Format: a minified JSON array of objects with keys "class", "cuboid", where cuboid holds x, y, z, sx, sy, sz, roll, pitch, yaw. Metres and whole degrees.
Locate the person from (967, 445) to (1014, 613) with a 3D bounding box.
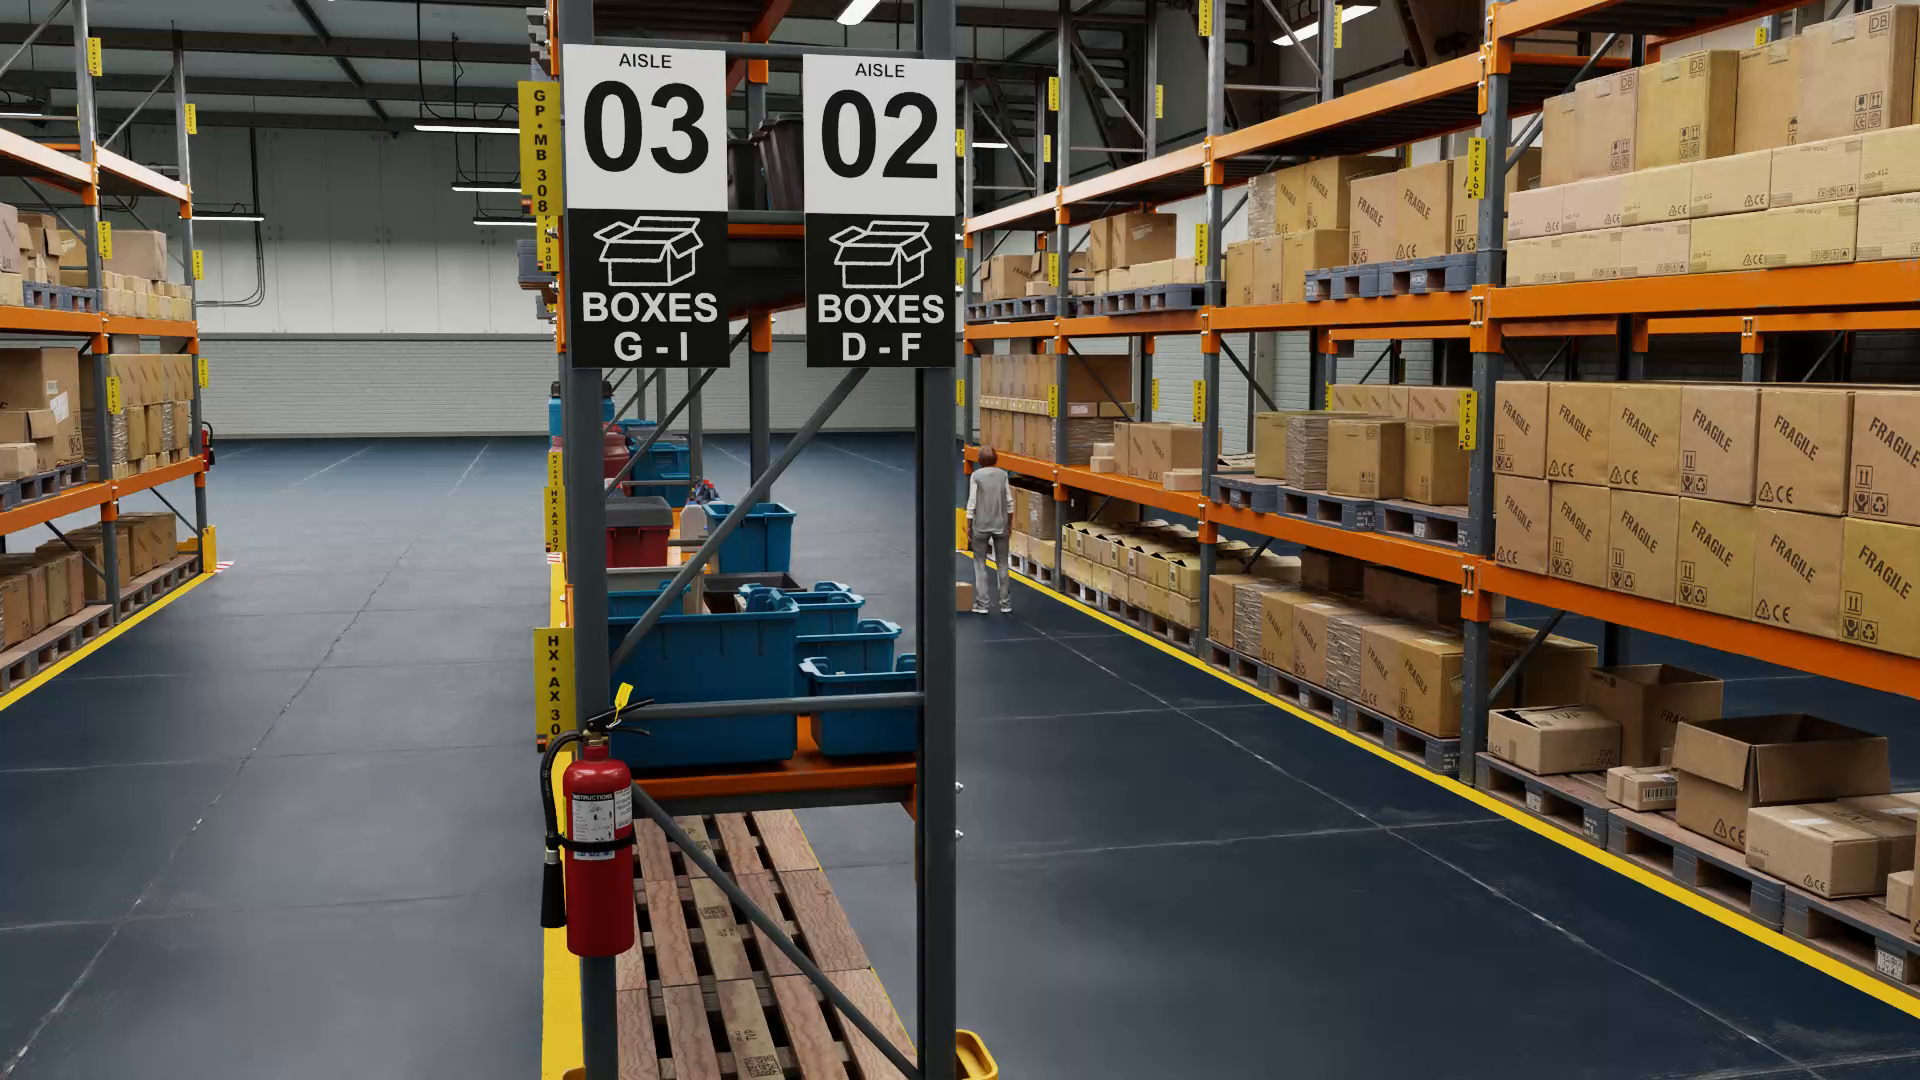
[{"class":"person","cuboid":[0.287,-0.100,15.785,0.465,1.592,0.347,-1,7,-13]}]
